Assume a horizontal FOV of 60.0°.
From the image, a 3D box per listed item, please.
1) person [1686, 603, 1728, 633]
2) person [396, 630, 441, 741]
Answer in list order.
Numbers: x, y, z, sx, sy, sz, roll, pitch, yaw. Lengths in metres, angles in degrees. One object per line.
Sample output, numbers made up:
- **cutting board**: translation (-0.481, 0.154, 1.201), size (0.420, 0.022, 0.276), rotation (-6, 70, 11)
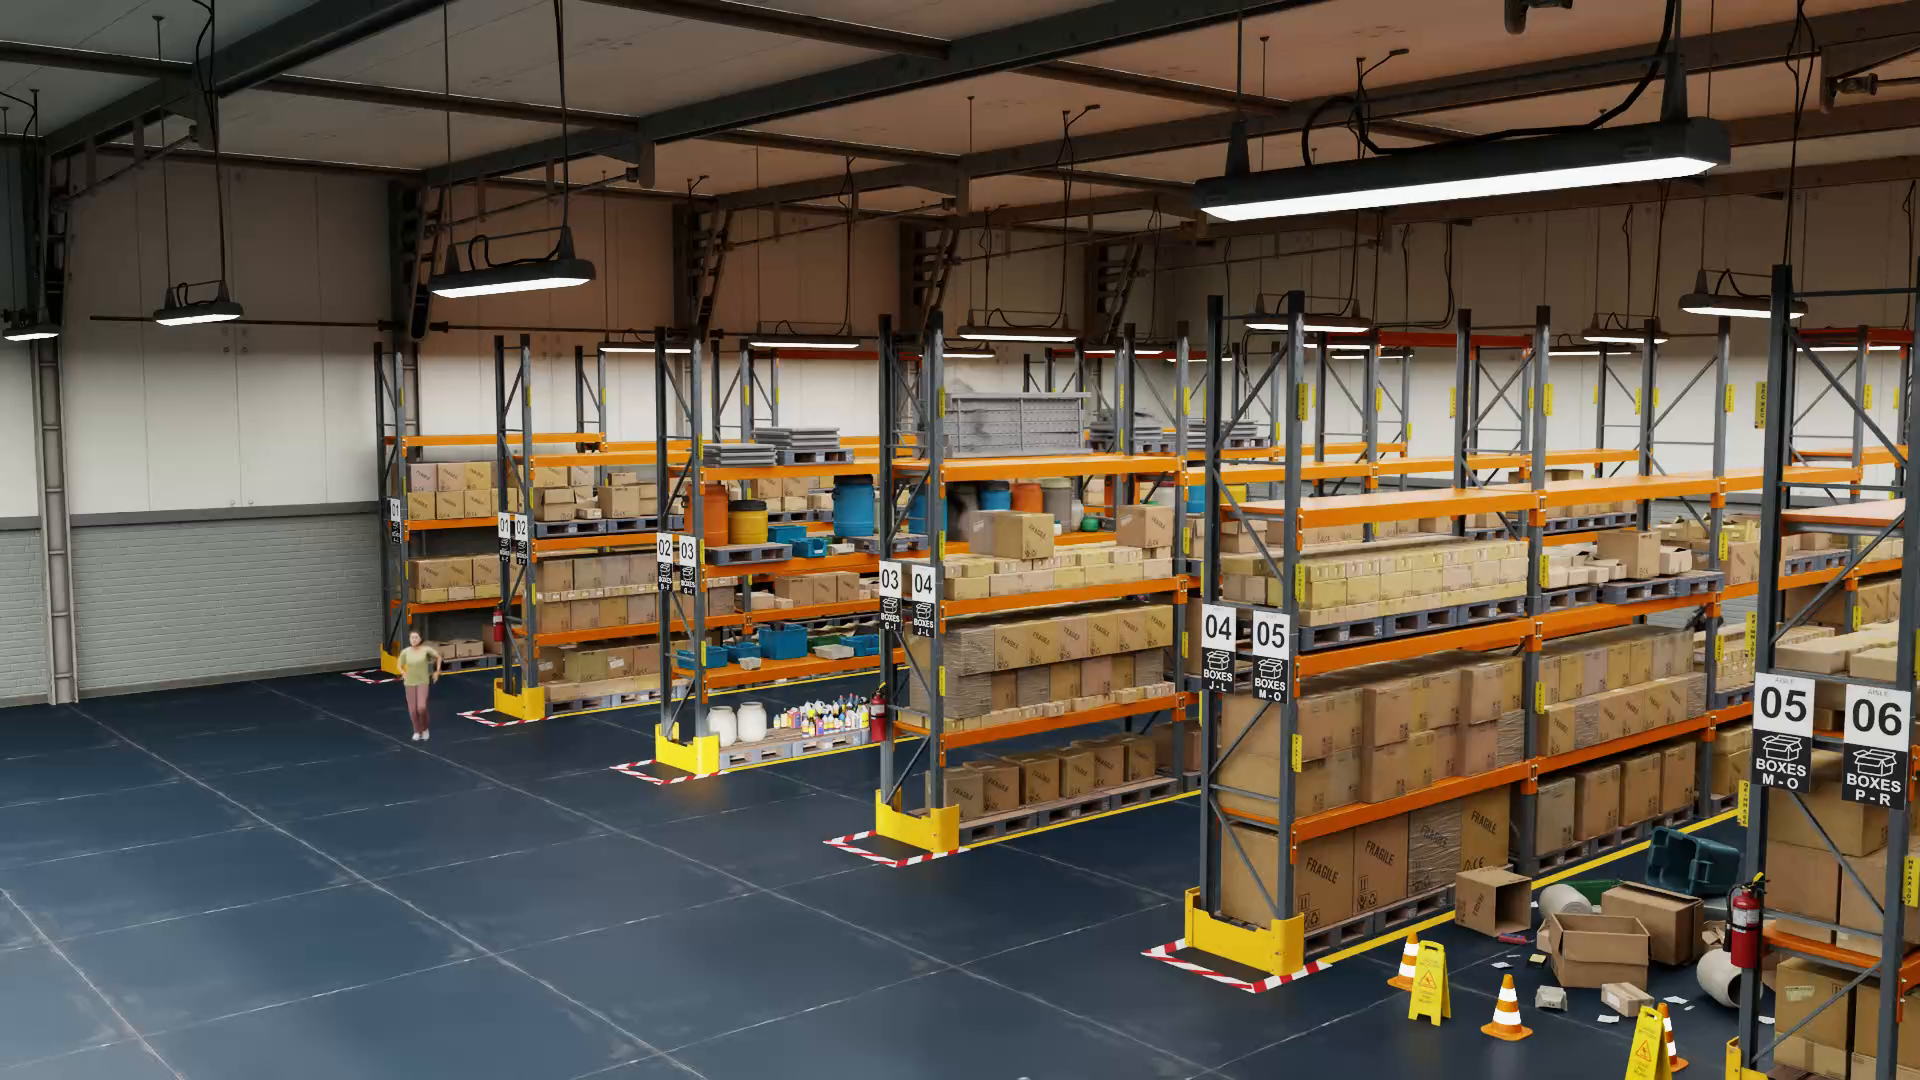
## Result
- **person**: translation (12.752, 1.767, 28.343), size (0.692, 1.647, 0.519), rotation (1, 5, 6)
- **person**: translation (-7.920, 2.131, 24.308), size (0.606, 1.657, 0.624), rotation (-1, 5, -9)
